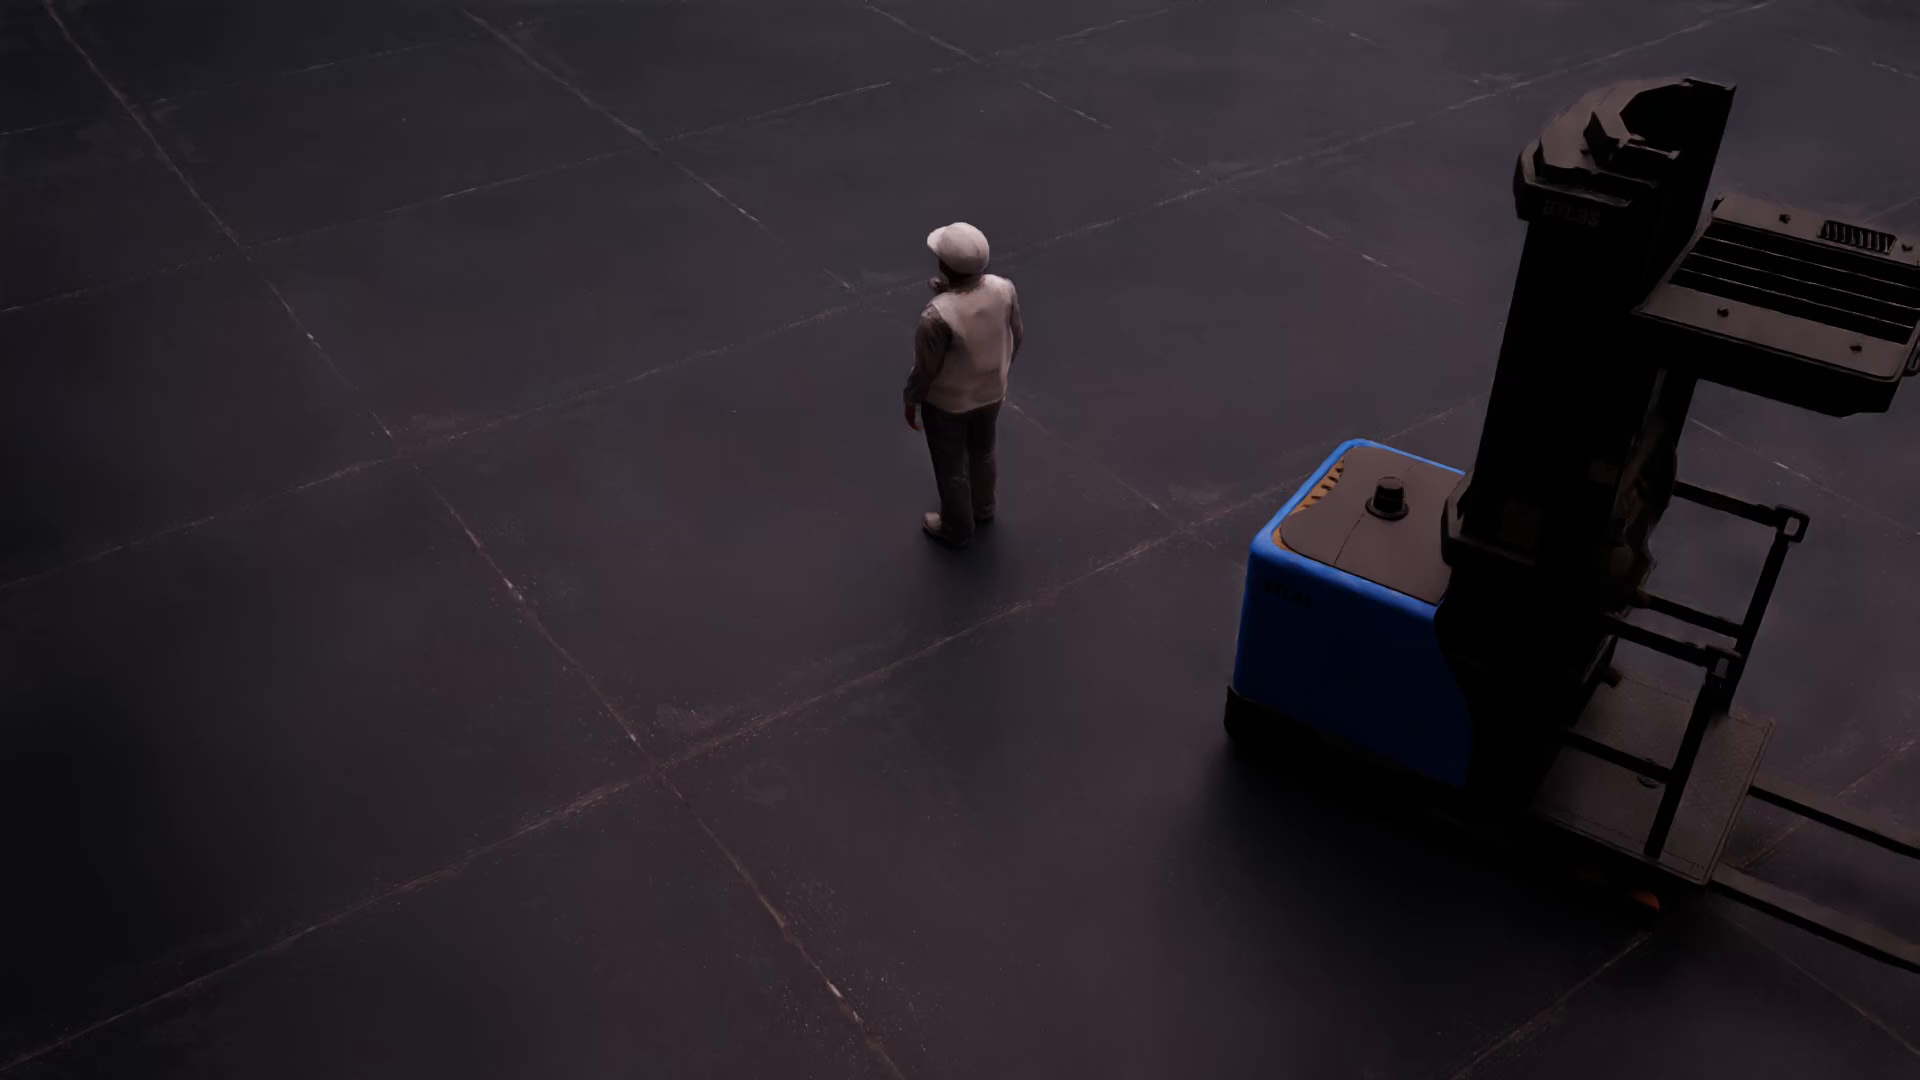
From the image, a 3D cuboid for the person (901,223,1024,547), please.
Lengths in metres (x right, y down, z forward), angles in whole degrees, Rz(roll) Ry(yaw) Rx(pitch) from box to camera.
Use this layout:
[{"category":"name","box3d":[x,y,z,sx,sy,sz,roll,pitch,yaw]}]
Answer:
[{"category":"person","box3d":[-0.030,-0.752,7.923,0.632,1.773,0.567,-23,42,-28]}]

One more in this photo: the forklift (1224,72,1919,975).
[{"category":"forklift","box3d":[2.646,-0.045,6.006,3.031,2.935,1.130,22,42,27]}]
